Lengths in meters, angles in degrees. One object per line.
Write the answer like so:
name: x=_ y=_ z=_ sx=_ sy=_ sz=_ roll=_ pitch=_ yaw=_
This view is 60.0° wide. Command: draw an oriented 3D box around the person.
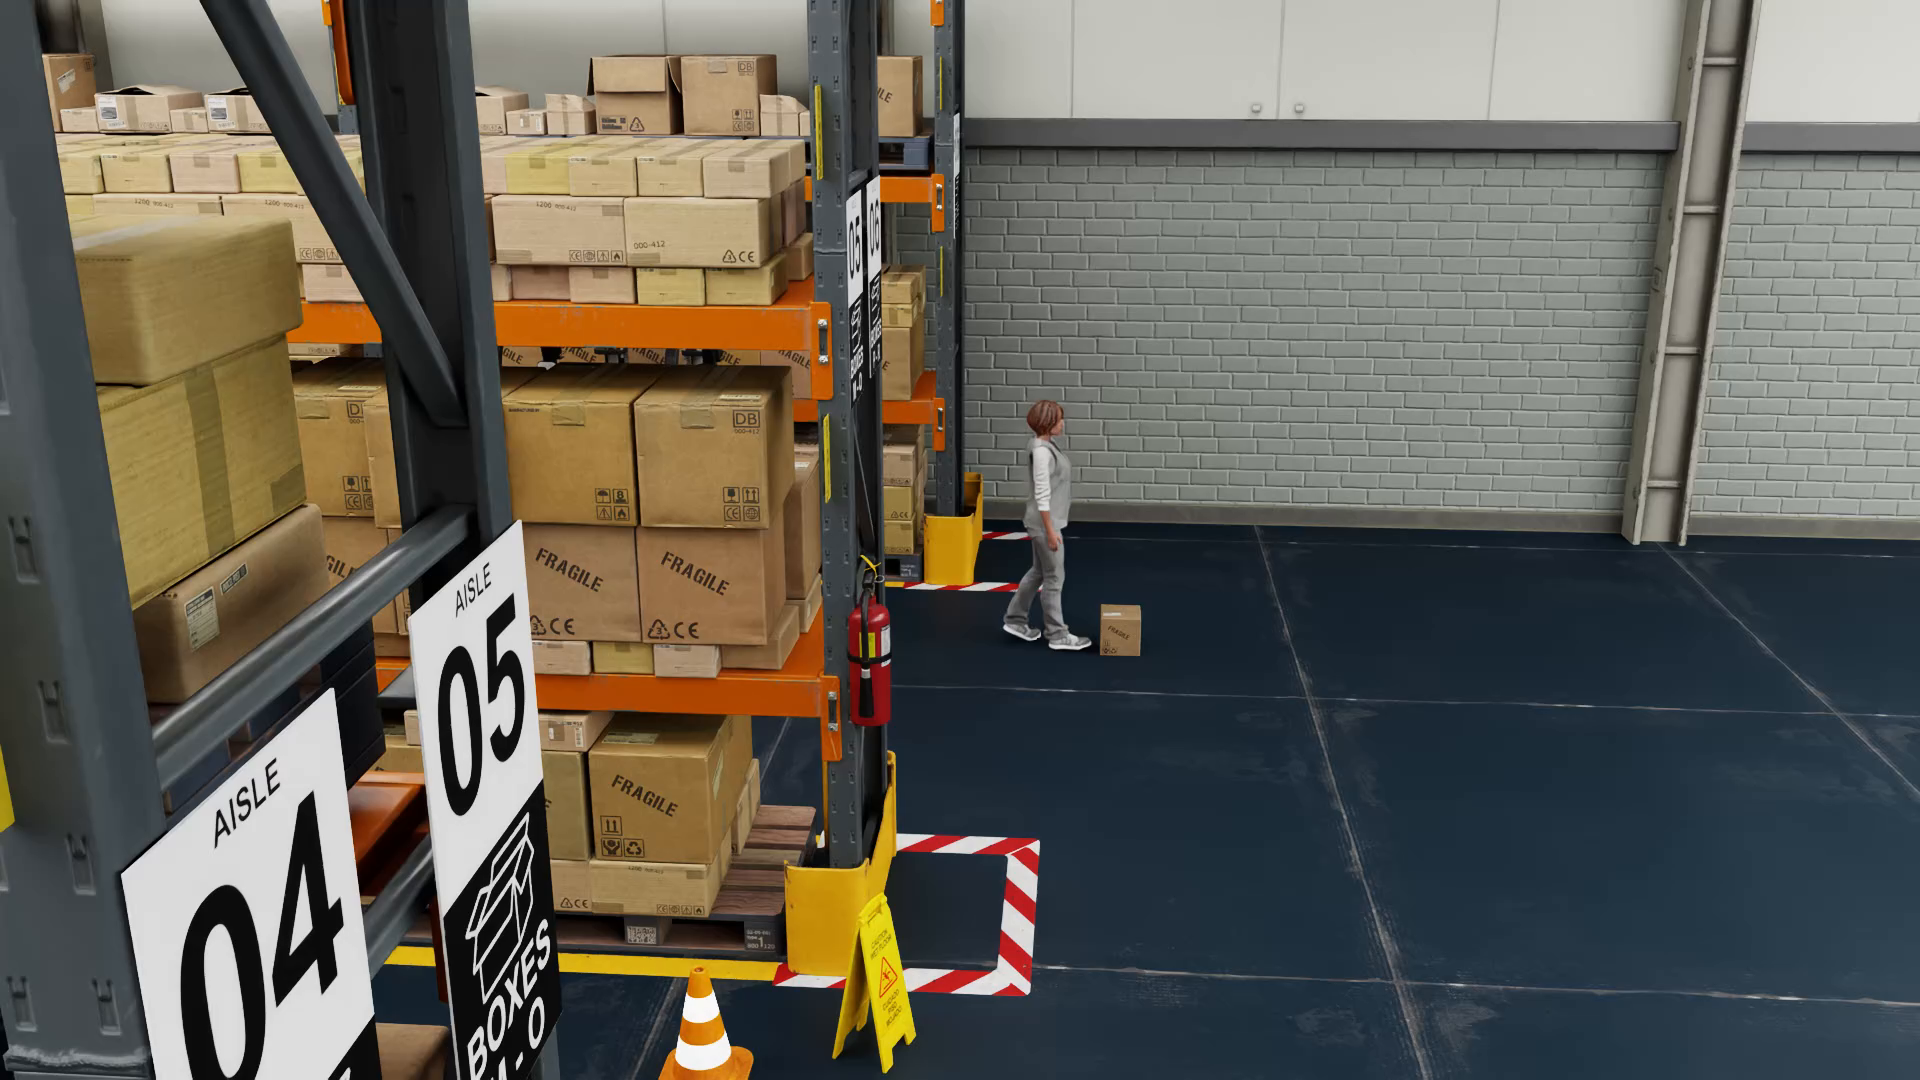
person: x=0.552 y=-0.081 z=10.320 sx=0.568 sy=1.617 sz=0.427 roll=1 pitch=18 yaw=4
